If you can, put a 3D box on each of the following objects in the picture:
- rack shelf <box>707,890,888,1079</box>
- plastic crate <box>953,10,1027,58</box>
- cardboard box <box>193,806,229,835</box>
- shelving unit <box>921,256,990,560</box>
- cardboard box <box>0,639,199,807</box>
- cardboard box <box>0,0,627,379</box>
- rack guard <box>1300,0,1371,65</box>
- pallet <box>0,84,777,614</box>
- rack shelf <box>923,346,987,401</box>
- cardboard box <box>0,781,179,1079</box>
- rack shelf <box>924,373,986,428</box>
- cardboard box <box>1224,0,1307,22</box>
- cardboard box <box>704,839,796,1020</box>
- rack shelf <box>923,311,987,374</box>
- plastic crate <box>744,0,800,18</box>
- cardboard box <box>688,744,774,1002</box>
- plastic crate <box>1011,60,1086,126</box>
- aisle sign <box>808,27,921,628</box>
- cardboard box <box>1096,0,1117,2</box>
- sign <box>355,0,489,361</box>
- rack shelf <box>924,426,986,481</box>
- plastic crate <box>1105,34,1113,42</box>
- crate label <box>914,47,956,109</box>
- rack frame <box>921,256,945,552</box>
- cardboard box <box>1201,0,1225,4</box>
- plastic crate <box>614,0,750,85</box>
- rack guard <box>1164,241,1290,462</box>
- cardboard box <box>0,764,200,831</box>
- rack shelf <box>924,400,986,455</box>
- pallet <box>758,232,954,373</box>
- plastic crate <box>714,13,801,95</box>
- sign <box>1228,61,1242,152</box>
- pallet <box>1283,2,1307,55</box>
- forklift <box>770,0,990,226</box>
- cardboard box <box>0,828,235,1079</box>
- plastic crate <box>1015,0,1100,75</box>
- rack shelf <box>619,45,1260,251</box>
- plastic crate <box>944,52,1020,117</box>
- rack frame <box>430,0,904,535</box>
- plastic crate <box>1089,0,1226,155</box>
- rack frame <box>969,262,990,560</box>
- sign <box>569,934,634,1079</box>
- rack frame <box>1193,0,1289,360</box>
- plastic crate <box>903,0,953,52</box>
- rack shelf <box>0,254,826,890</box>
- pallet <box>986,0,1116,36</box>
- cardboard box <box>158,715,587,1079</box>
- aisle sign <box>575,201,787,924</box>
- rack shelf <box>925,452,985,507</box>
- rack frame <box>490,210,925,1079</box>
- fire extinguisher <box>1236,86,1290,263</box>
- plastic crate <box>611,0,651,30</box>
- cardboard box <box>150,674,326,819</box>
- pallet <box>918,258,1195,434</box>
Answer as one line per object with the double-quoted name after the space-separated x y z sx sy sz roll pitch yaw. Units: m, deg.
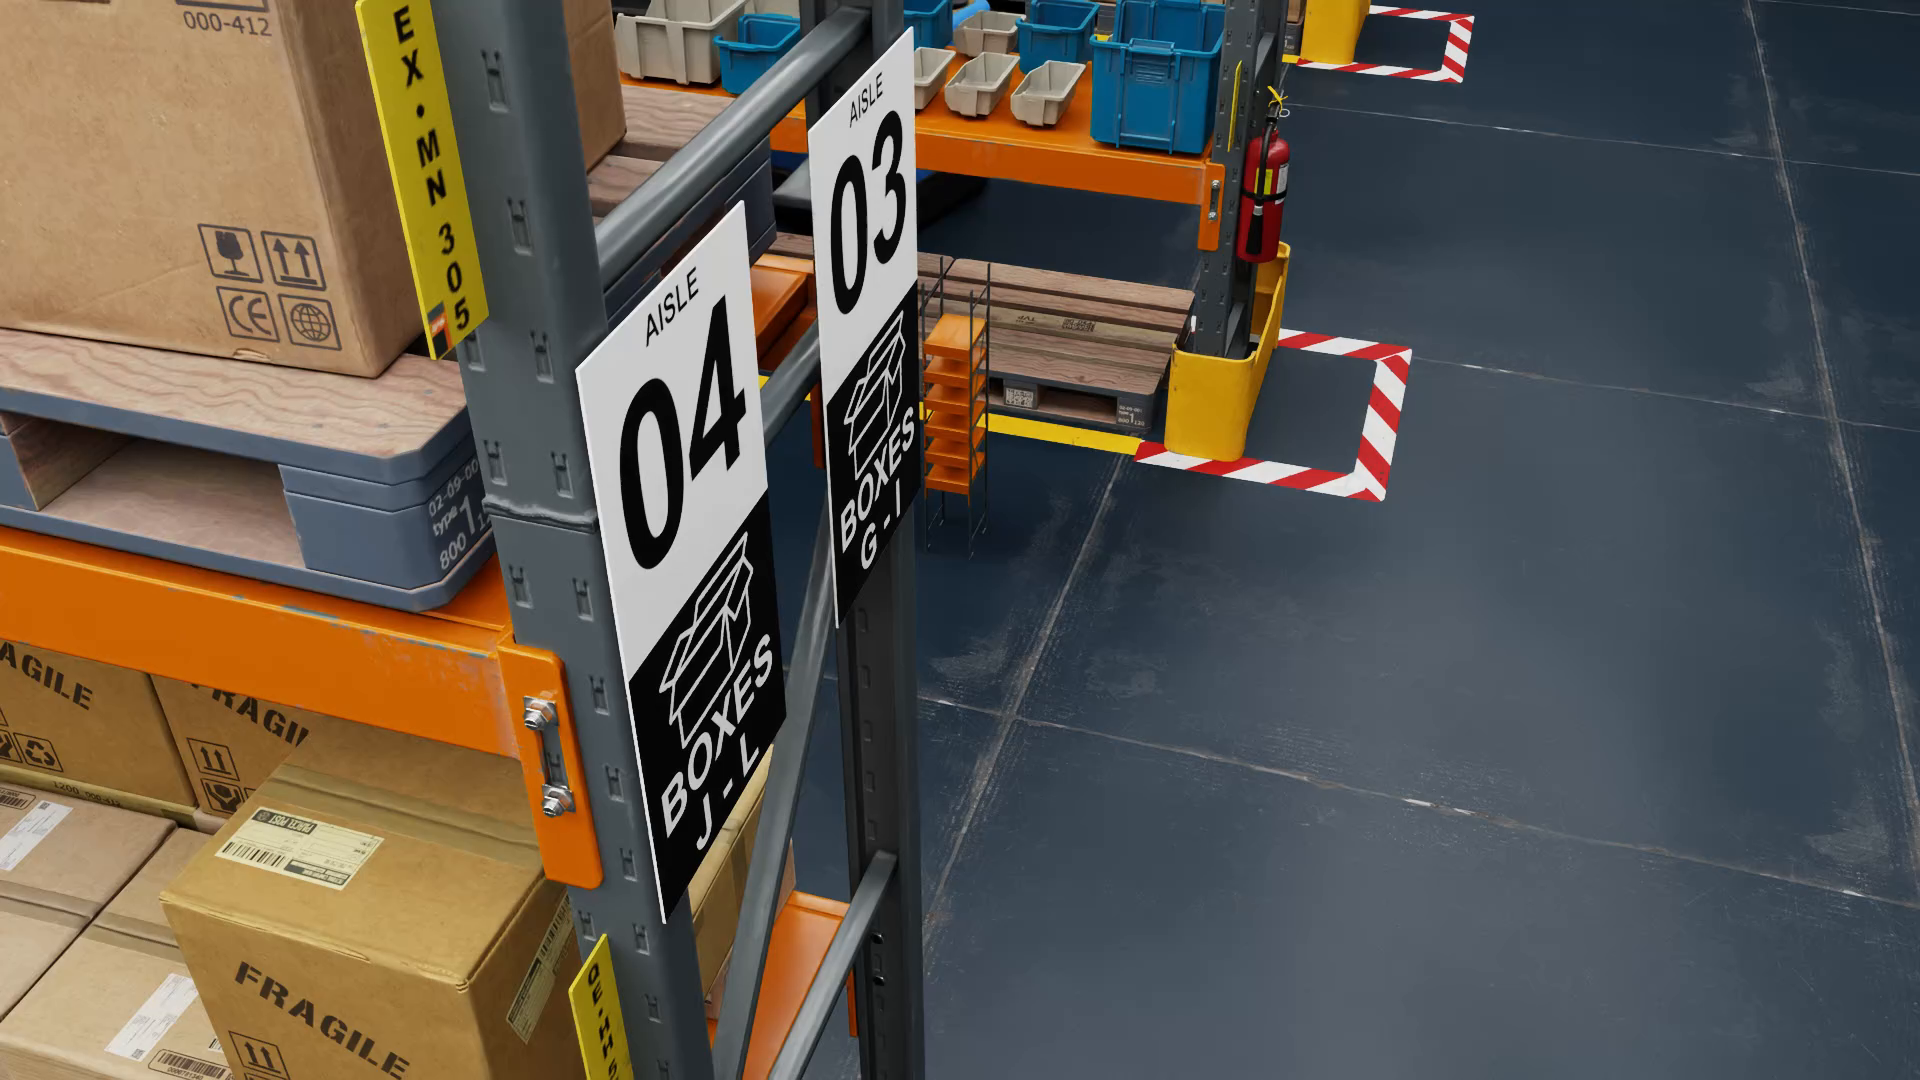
-2.194 0.845 3.679 4.000 0.370 1.077 10 38 14 "rack shelf"
0.126 -2.265 7.469 0.298 0.136 0.250 10 38 14 "plastic crate"
-1.161 0.523 3.384 0.500 0.250 0.500 10 38 13 "cardboard box"
-0.014 -0.486 6.398 0.189 1.200 0.258 10 38 14 "shelving unit"
-1.636 0.133 3.282 0.500 0.500 0.500 10 37 13 "cardboard box"
-0.797 -0.611 1.996 0.500 0.500 0.700 8 37 11 "cardboard box"
2.600 -3.703 11.359 0.348 0.500 1.175 10 38 14 "rack guard"
-0.996 -0.389 2.292 1.213 0.211 1.003 10 38 14 "pallet"
-0.014 -0.643 6.282 0.180 0.103 0.258 10 38 14 "rack shelf"
-1.796 0.734 3.098 0.500 0.250 0.500 9 37 12 "cardboard box"
-0.014 -0.547 6.353 0.180 0.103 0.258 10 38 14 "rack shelf"
2.080 -3.823 11.151 0.500 0.500 0.500 10 38 14 "cardboard box"
-0.525 0.760 3.398 0.250 0.149 0.380 11 38 14 "cardboard box"
-0.014 -0.740 6.211 0.180 0.103 0.258 10 38 14 "rack shelf"
-0.874 -2.381 7.626 0.466 0.136 0.293 10 38 14 "plastic crate"
-0.662 0.612 3.264 0.500 0.250 0.500 10 37 13 "cardboard box"
0.360 -1.853 6.910 0.243 0.136 0.396 10 38 14 "plastic crate"
-0.127 -0.295 2.428 0.004 0.787 0.394 10 38 14 "aisle sign"
1.182 -3.907 11.477 0.500 0.250 0.500 10 38 14 "cardboard box"
-0.460 -0.320 1.443 0.005 0.325 0.100 10 38 14 "sign"
-0.014 -0.353 6.495 0.180 0.103 0.258 10 38 14 "rack shelf"
0.773 -2.145 7.306 0.298 0.136 0.250 10 38 14 "plastic crate"
-0.186 -1.948 7.038 0.243 0.136 0.396 10 38 14 "crate label"
-0.101 -0.502 6.420 0.006 1.200 0.240 10 38 14 "rack frame"
1.721 -3.811 11.417 0.250 0.166 0.380 10 38 14 "cardboard box"
-1.223 -2.203 7.262 0.530 0.282 0.437 10 38 14 "plastic crate"
1.219 -0.890 7.538 0.348 0.500 1.175 10 38 14 "rack guard"
-1.639 0.433 3.507 0.500 0.250 0.500 9 37 12 "cardboard box"
-0.014 -0.450 6.424 0.180 0.103 0.258 10 38 14 "rack shelf"
-0.744 -1.155 8.141 1.213 0.211 1.003 10 38 14 "pallet"
-0.845 -2.069 7.121 0.300 0.233 0.416 10 38 14 "plastic crate"
1.044 -1.645 6.317 0.005 0.325 0.100 10 38 14 "sign"
1.839 -3.726 11.635 1.213 0.211 1.003 10 38 14 "pallet"
-1.342 -3.437 8.947 3.031 2.935 1.130 21 41 26 "forklift"
-1.310 0.824 2.976 0.500 0.250 0.500 10 37 13 "cardboard box"
0.426 -2.197 7.295 0.300 0.233 0.416 10 38 14 "plastic crate"
-0.717 -1.958 7.486 4.000 0.370 1.077 10 38 14 "rack shelf"
0.087 -1.913 6.990 0.243 0.136 0.396 10 38 14 "plastic crate"
-0.285 -1.508 1.207 0.127 3.000 1.000 10 38 14 "rack frame"
0.817 -1.886 6.701 0.499 0.435 0.616 10 38 14 "plastic crate"
0.074 -0.470 6.376 0.006 1.200 0.240 10 38 14 "rack frame"
-0.460 0.651 2.158 0.005 0.325 0.100 10 38 14 "sign"
1.192 -1.894 6.793 0.127 3.000 1.000 10 38 14 "rack frame"
-0.202 -2.313 7.453 0.300 0.233 0.416 10 38 14 "plastic crate"
-2.194 -0.363 2.789 4.000 0.370 1.077 10 38 14 "rack shelf"
0.678 -3.943 11.930 1.213 0.211 1.003 10 38 14 "pallet"
-0.828 0.610 2.634 0.500 0.500 0.500 11 38 14 "cardboard box"
-0.305 0.044 1.967 0.004 0.787 0.394 10 38 14 "aisle sign"
-0.014 -0.257 6.566 0.180 0.103 0.258 10 38 14 "rack shelf"
-0.285 0.909 2.985 0.127 3.000 1.000 10 38 14 "rack frame"
1.201 -1.429 6.540 0.183 0.674 0.296 10 38 14 "fire extinguisher"
-1.477 -2.468 7.755 0.590 0.125 0.437 10 38 14 "plastic crate"
-1.140 0.221 3.162 0.500 0.500 0.500 10 37 13 "cardboard box"
0.417 -0.939 7.847 1.213 0.211 1.003 10 38 14 "pallet"
